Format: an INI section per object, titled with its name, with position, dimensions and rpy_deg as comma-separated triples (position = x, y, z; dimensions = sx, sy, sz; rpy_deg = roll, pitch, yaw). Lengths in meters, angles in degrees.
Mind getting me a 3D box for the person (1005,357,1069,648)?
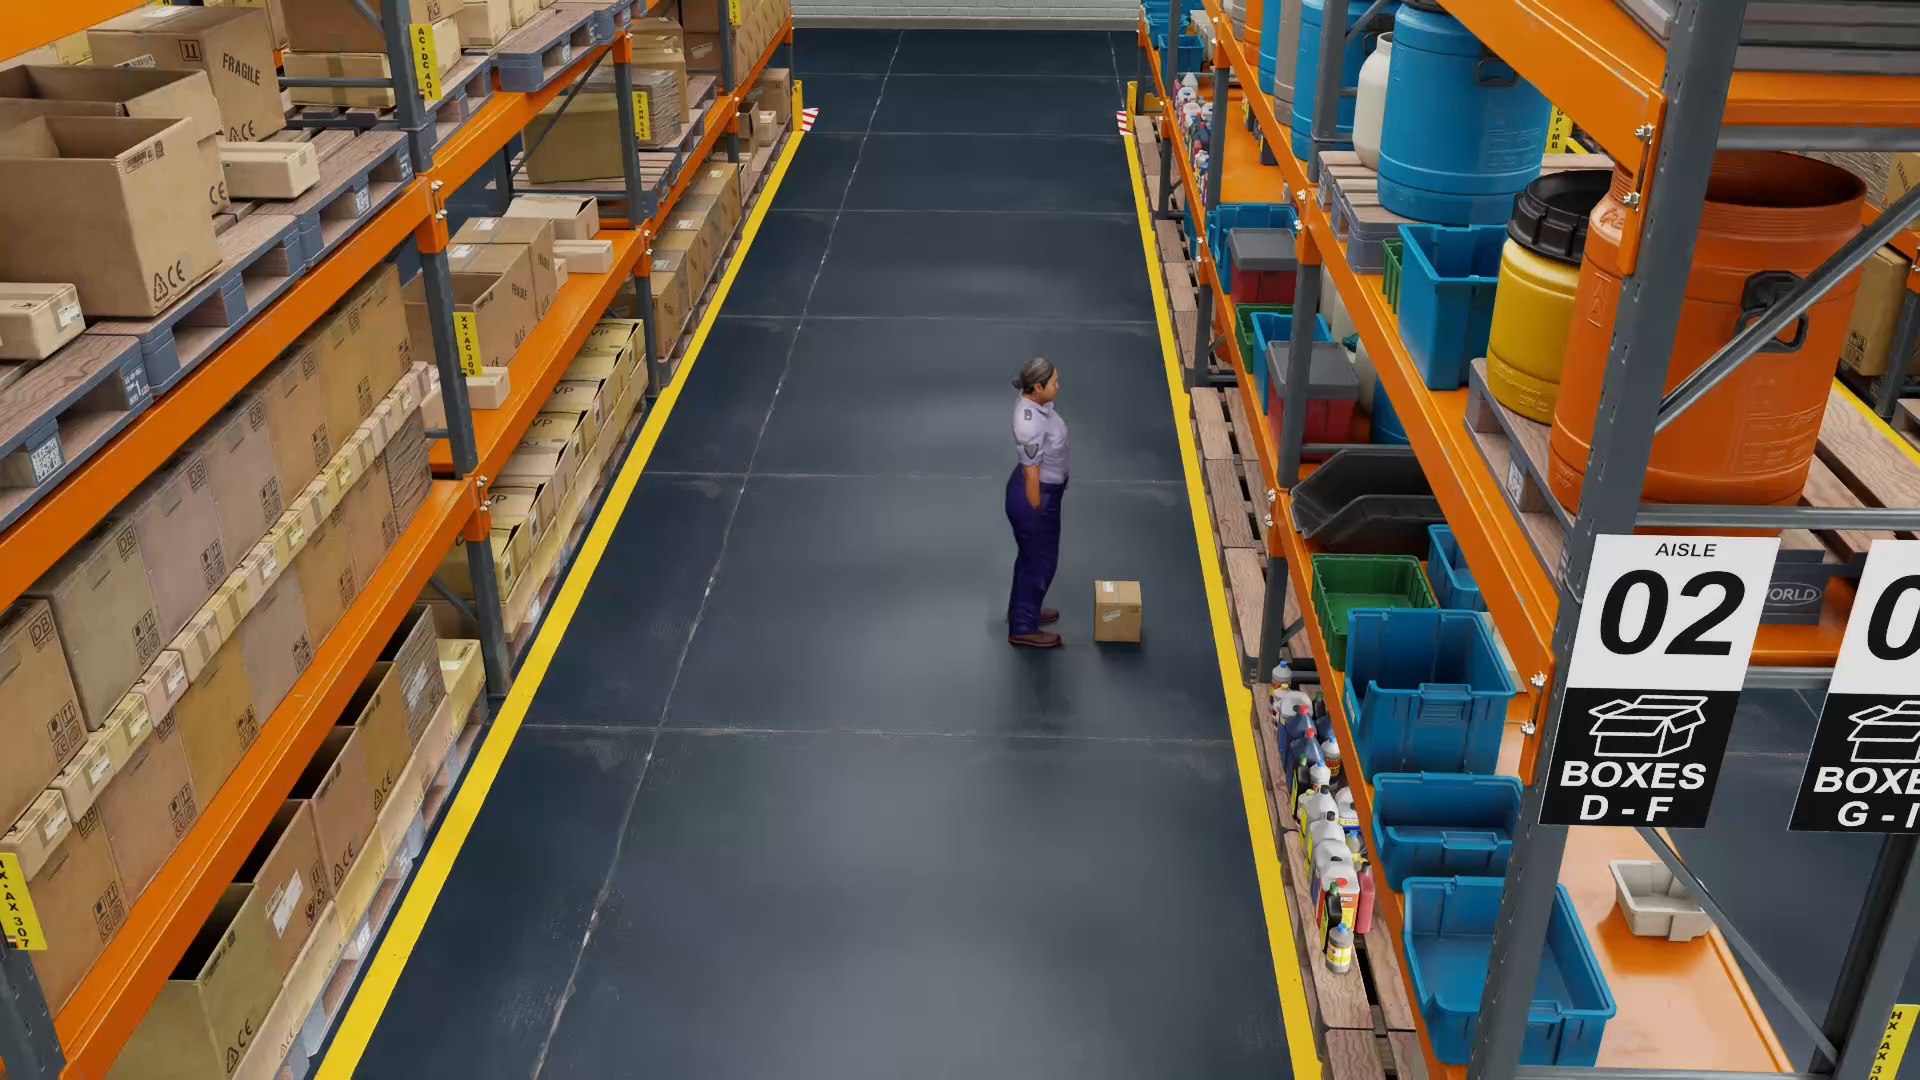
[person]
position = 0.419, -0.217, 9.069
dimensions = 0.342, 1.631, 0.469
rpy_deg = 2, 28, 3
